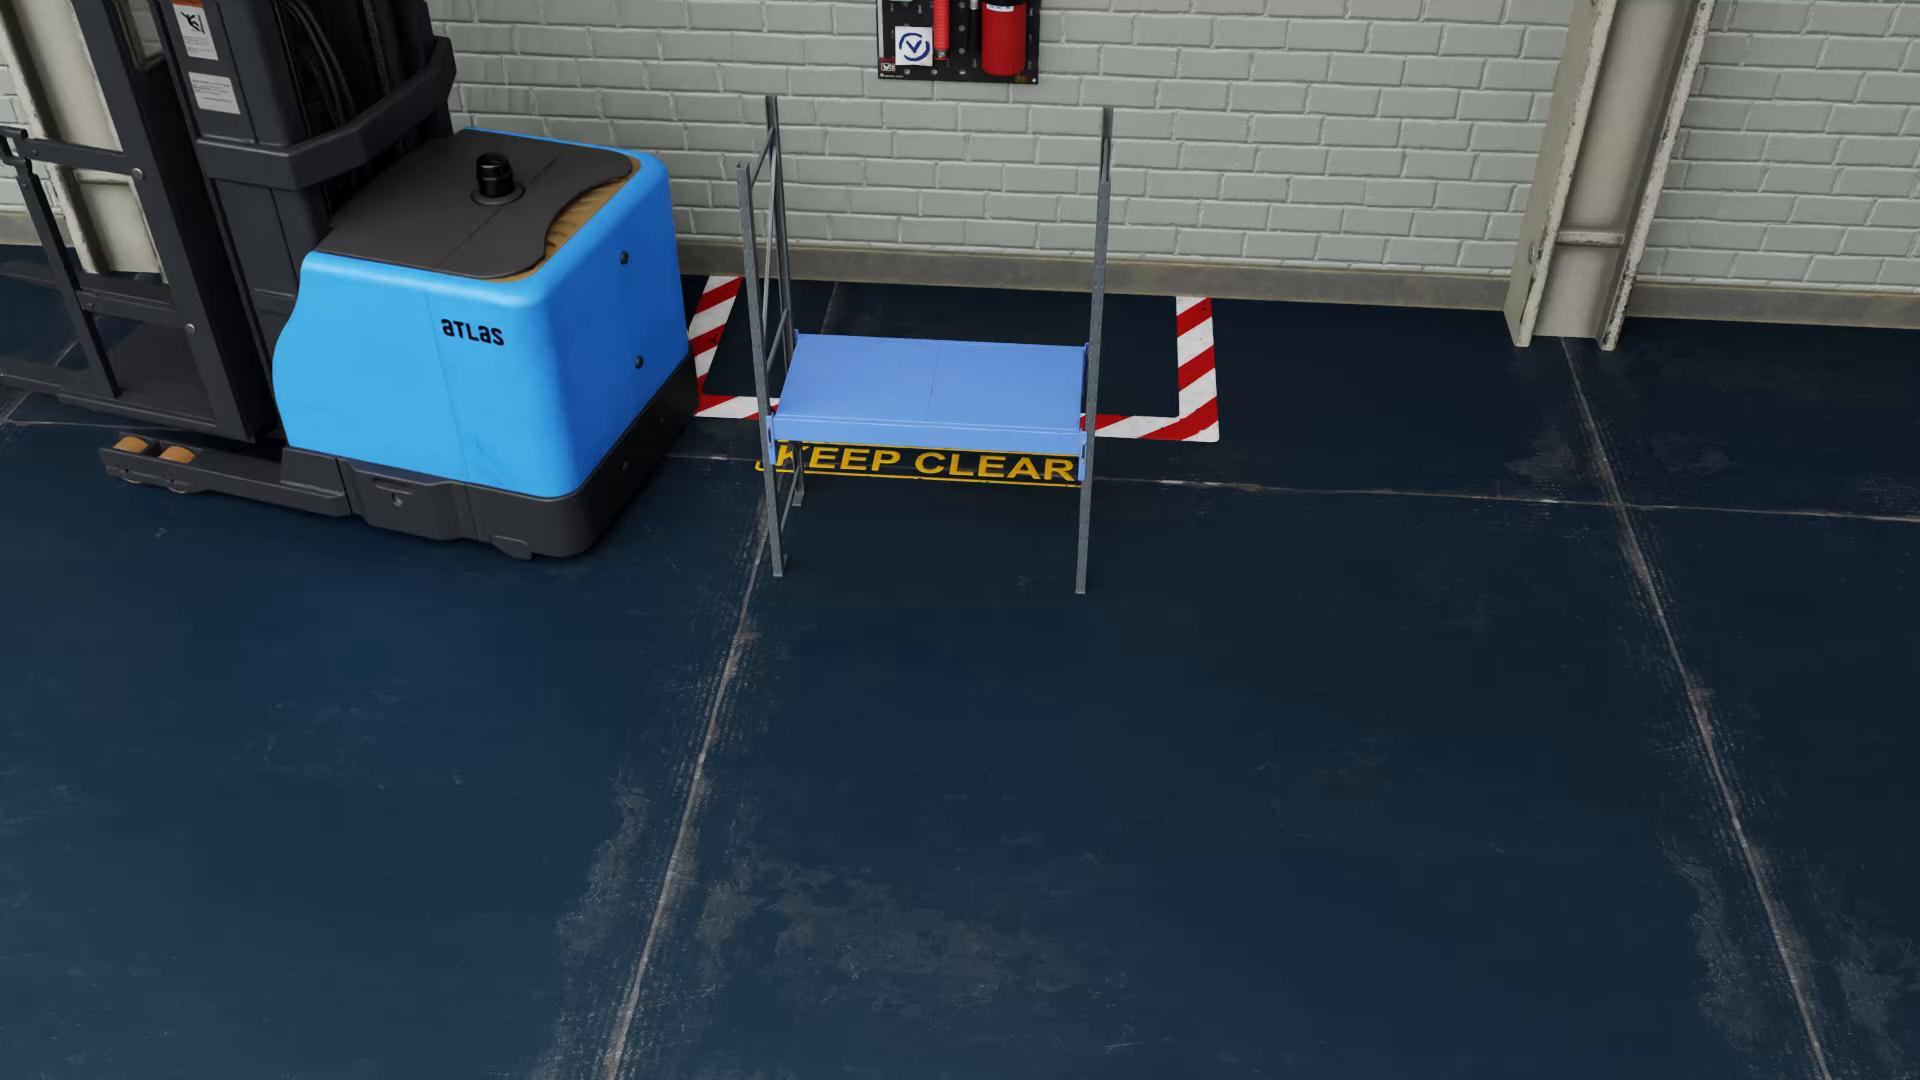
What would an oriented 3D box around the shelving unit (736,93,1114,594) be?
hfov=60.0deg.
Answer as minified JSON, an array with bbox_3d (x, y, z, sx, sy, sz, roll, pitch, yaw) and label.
[{"bbox_3d":[-0.085,-0.586,5.282,1.048,1.500,0.538,3,39,4],"label":"shelving unit"}]

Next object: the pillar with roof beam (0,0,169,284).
[{"bbox_3d":[-3.898,-1.979,1.052,0.400,9.000,9.100,3,39,4],"label":"pillar with roof beam"}]

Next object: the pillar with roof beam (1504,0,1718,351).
[{"bbox_3d":[2.080,-1.652,0.651,0.400,9.000,9.100,3,39,4],"label":"pillar with roof beam"}]

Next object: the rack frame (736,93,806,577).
[{"bbox_3d":[-0.591,-0.614,5.316,0.032,1.500,0.500,3,39,4],"label":"rack frame"}]

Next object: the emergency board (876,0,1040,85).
[{"bbox_3d":[-0.008,-2.191,6.066,0.643,1.169,0.194,3,39,4],"label":"emergency board"}]

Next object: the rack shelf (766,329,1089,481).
[{"bbox_3d":[-0.085,-0.447,5.396,1.000,0.185,0.538,3,39,4],"label":"rack shelf"}]

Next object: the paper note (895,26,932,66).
[{"bbox_3d":[-0.178,-1.903,6.409,0.142,0.148,0.016,3,39,4],"label":"paper note"}]

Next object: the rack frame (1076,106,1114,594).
[{"bbox_3d":[0.421,-0.559,5.248,0.032,1.500,0.500,3,39,4],"label":"rack frame"}]

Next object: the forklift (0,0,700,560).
[{"bbox_3d":[-2.557,-1.609,5.405,3.031,2.935,1.130,11,40,13],"label":"forklift"}]
